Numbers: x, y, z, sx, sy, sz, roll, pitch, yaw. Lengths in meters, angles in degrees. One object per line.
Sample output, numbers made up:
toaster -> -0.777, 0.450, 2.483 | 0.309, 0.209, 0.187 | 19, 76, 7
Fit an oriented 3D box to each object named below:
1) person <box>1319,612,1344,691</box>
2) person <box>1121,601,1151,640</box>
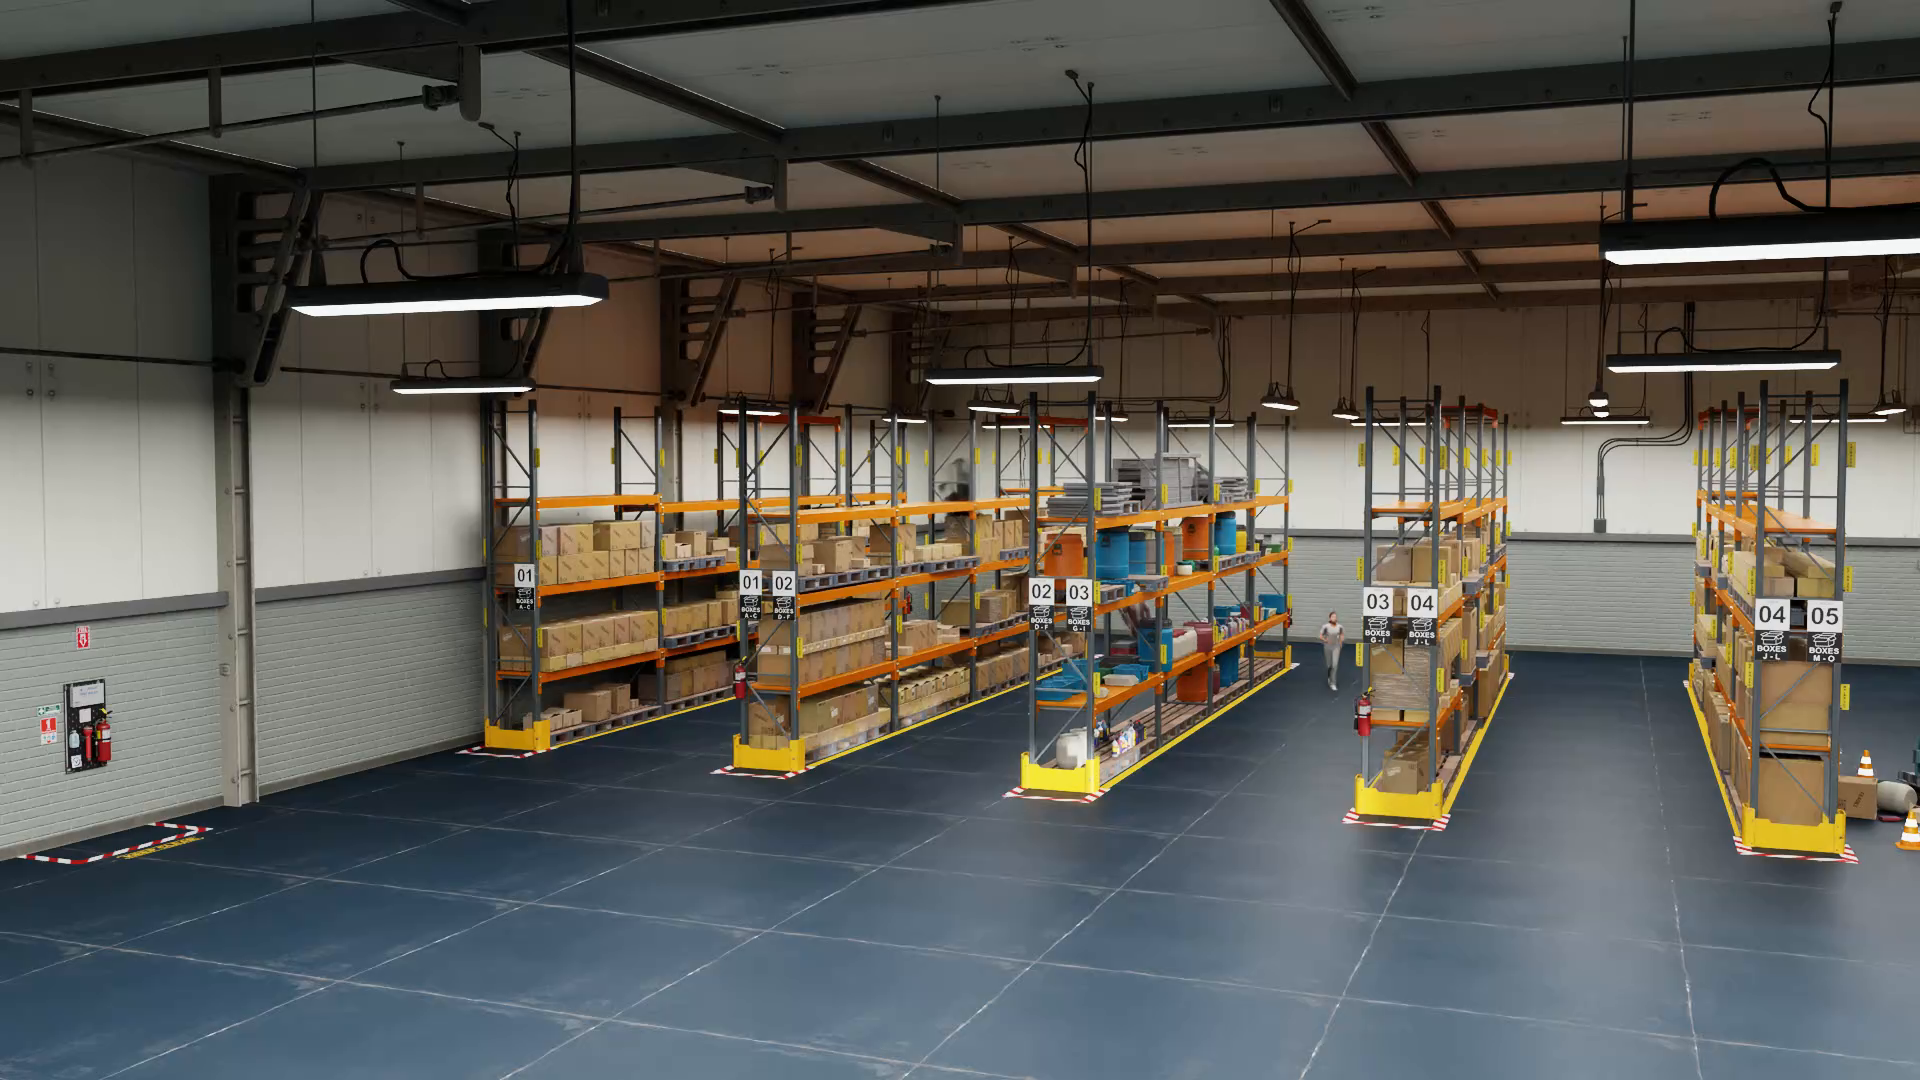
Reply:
person -> 8.078, 2.395, 36.149 | 0.562, 1.673, 0.837 | 0, 3, 5
person -> 4.384, 2.136, 41.306 | 0.799, 1.701, 0.751 | -1, 3, -13
